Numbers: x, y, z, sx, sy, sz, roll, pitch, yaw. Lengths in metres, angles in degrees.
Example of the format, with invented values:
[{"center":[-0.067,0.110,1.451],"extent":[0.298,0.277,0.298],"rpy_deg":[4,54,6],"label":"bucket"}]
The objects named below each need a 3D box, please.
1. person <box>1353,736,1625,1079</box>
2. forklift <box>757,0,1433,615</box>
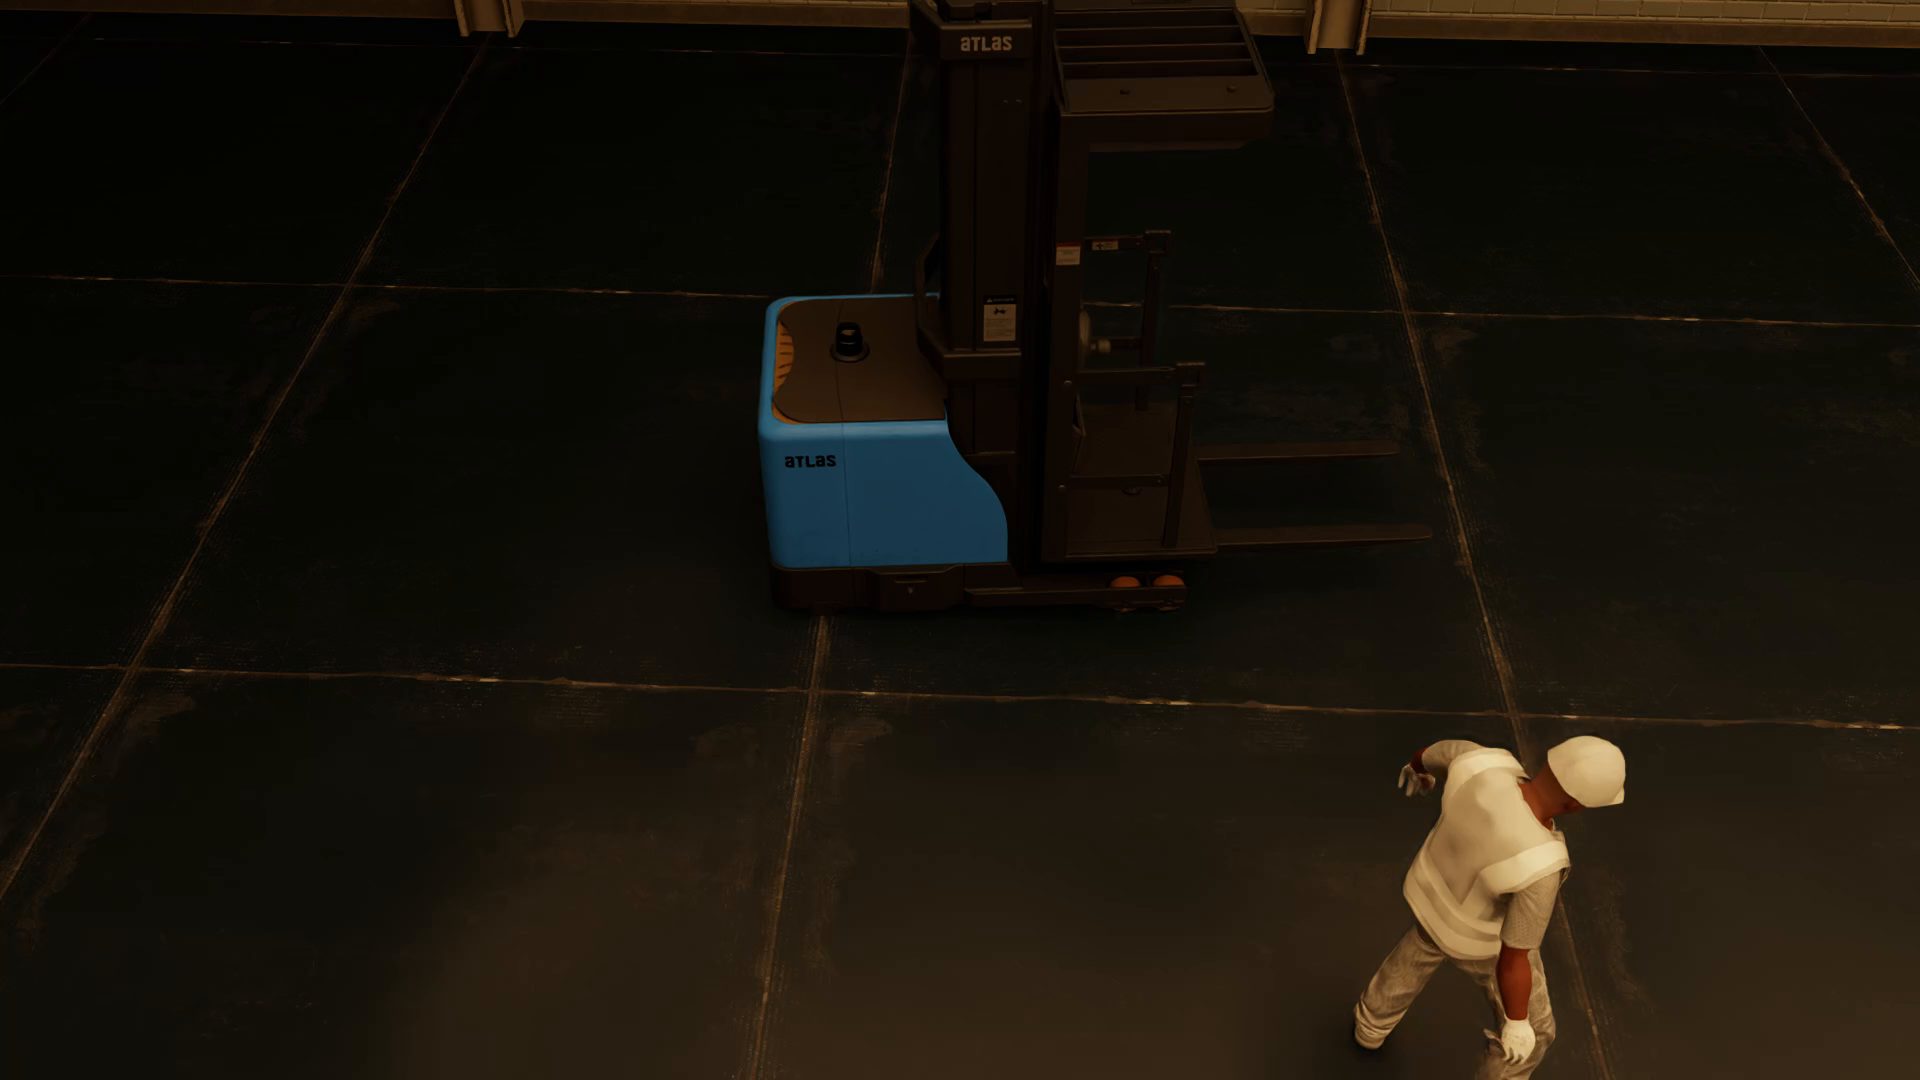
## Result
[{"center":[1.690,1.200,5.350],"extent":[0.499,1.713,1.107],"rpy_deg":[-12,44,-13],"label":"person"},{"center":[0.638,-1.114,6.963],"extent":[3.031,2.935,1.130],"rpy_deg":[-2,42,-2],"label":"forklift"}]
